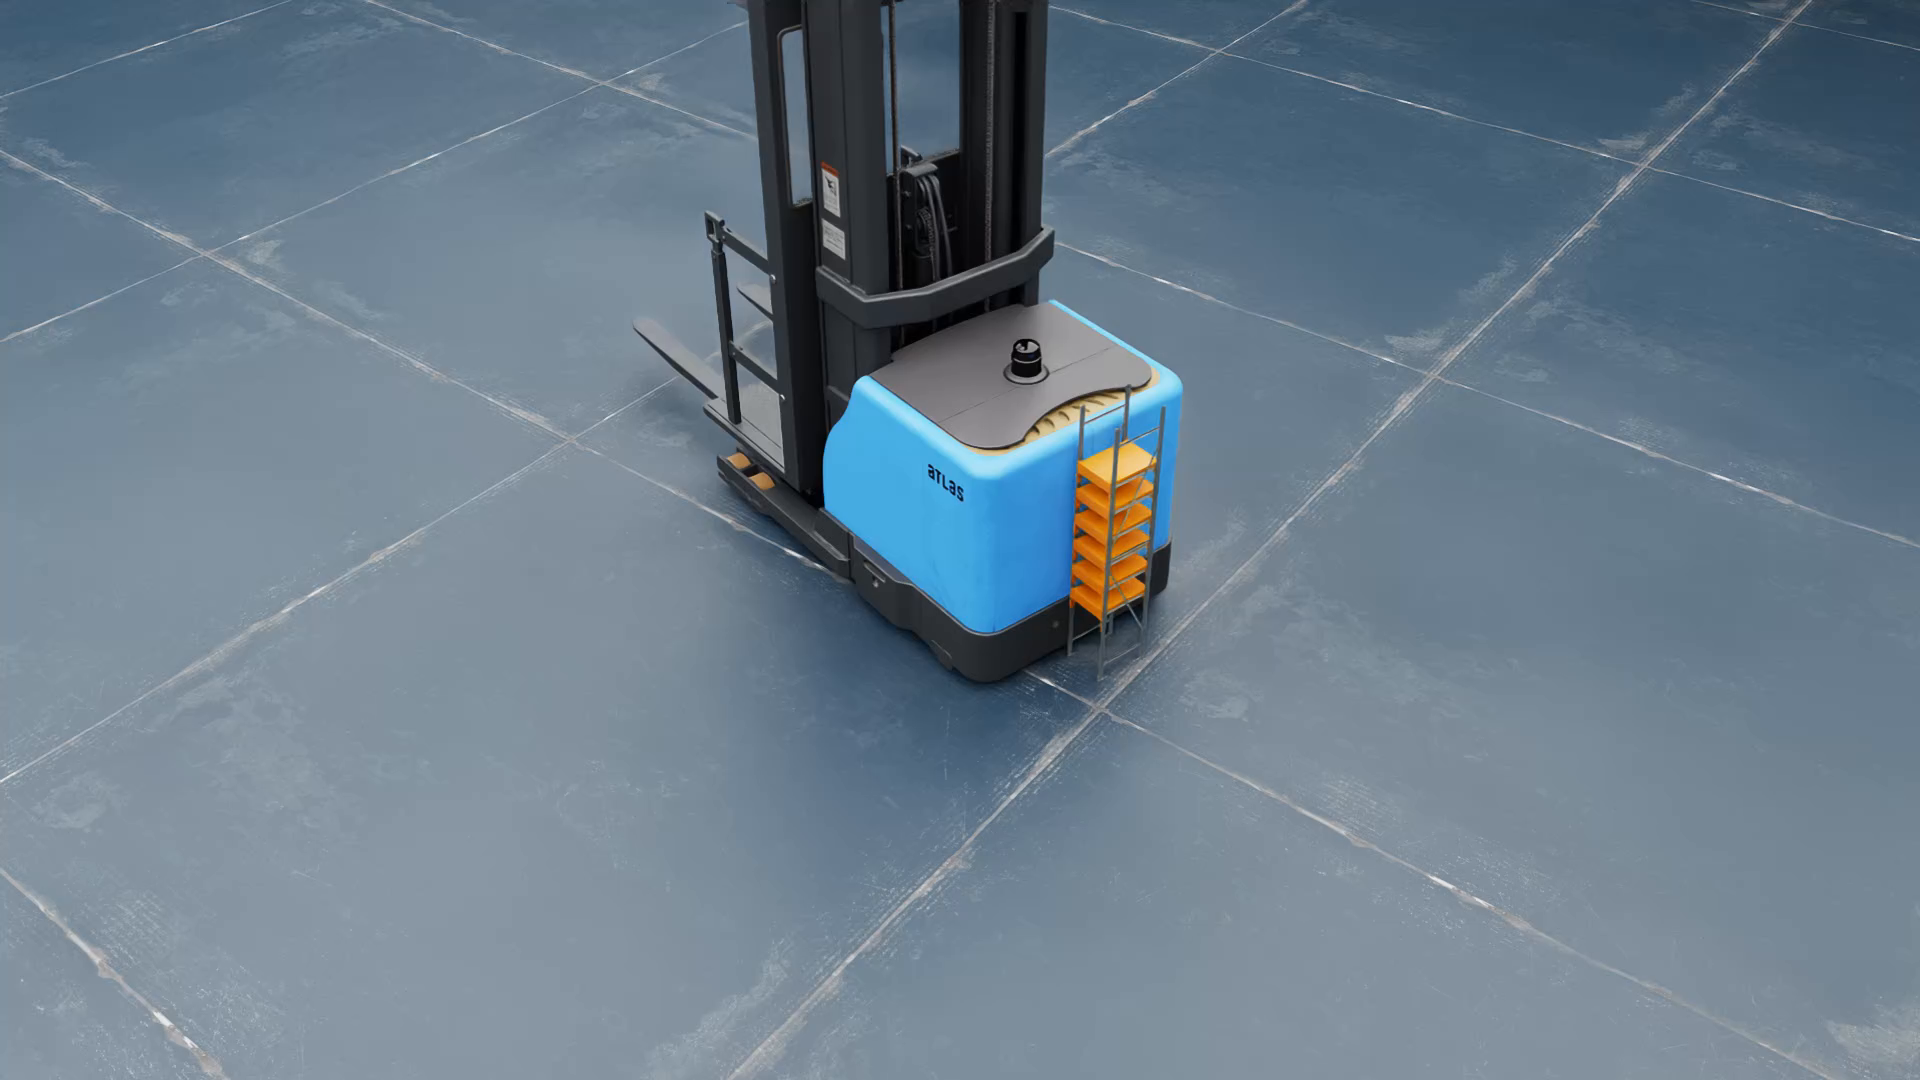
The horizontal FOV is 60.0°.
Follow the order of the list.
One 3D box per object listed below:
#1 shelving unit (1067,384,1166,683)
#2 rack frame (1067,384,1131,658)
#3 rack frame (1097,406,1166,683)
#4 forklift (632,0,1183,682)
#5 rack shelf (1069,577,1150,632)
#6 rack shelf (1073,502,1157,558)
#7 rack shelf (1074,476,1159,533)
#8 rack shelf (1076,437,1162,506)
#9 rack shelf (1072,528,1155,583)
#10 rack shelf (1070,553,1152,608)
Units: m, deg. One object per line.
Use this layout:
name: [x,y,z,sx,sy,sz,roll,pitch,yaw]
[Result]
shelving unit: [0.580,-0.003,6.280,0.258,1.200,0.189,-26,45,-29]
rack frame: [0.524,-0.047,6.337,0.240,1.200,0.006,-26,45,-29]
rack frame: [0.636,0.041,6.224,0.240,1.200,0.006,-26,45,-29]
forklift: [-0.439,-1.455,6.731,1.130,2.935,3.031,-26,45,-29]
rack shelf: [0.580,0.221,6.456,0.258,0.103,0.180,-26,45,-29]
rack shelf: [0.580,-0.062,6.234,0.258,0.103,0.180,-26,45,-29]
rack shelf: [0.580,-0.157,6.160,0.258,0.103,0.180,-26,45,-29]
rack shelf: [0.580,-0.251,6.086,0.258,0.103,0.180,-26,45,-29]
rack shelf: [0.580,0.032,6.308,0.258,0.103,0.180,-26,45,-29]
rack shelf: [0.580,0.127,6.382,0.258,0.103,0.180,-26,45,-29]
